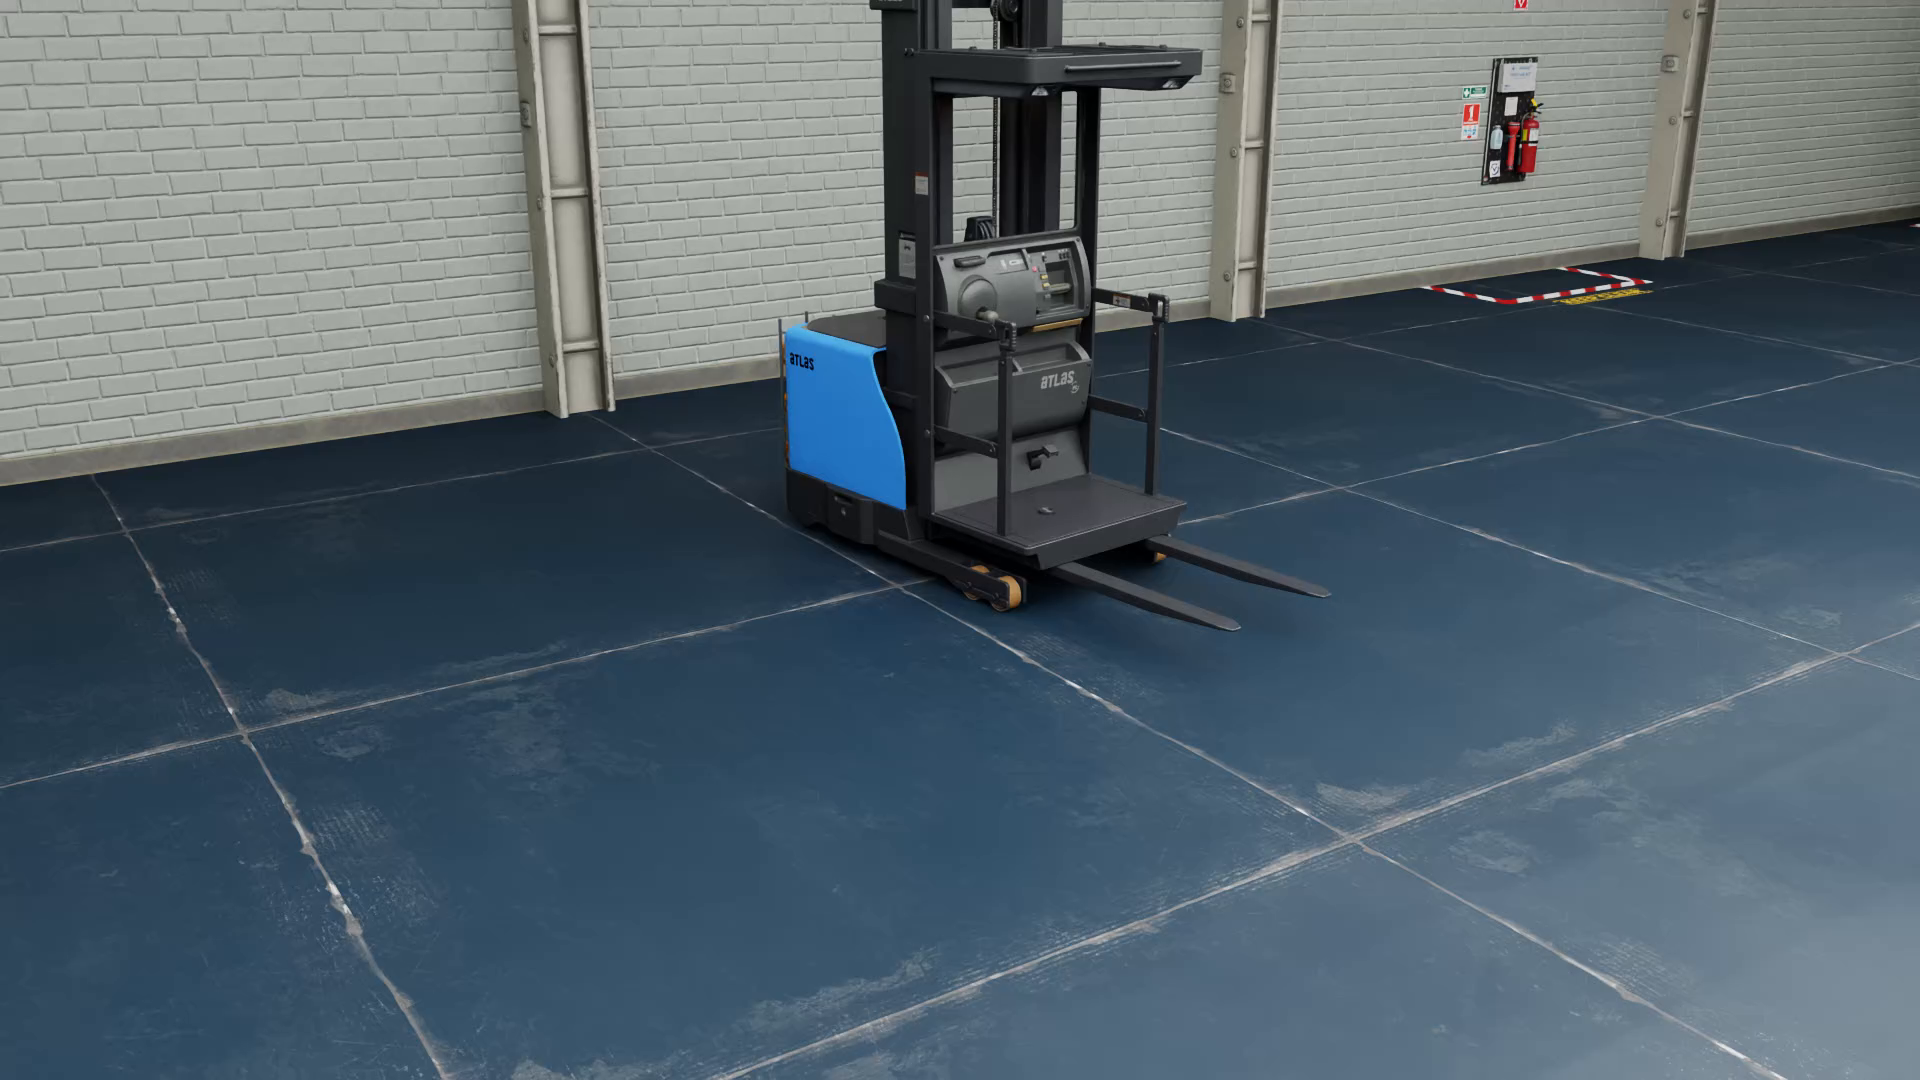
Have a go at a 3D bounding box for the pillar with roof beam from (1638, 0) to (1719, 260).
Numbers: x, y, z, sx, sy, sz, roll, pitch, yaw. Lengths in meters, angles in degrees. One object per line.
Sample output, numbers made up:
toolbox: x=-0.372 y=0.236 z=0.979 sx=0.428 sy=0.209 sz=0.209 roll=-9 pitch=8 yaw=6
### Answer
pillar with roof beam: x=9.789 y=-6.118 z=12.789 sx=0.400 sy=9.000 sz=9.100 roll=-12 pitch=22 yaw=-31

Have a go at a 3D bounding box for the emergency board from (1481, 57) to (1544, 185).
emergency board: x=5.337 y=-4.002 z=15.899 sx=0.643 sy=1.169 sz=0.194 roll=-12 pitch=22 yaw=-31

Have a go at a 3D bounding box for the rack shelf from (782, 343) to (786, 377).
rack shelf: x=-0.836 y=-0.979 z=9.149 sx=0.215 sy=0.259 sz=0.240 roll=11 pitch=22 yaw=29

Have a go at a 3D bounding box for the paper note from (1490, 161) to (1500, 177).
paper note: x=5.151 y=-3.572 z=16.002 sx=0.142 sy=0.148 sz=0.016 roll=-12 pitch=22 yaw=-31

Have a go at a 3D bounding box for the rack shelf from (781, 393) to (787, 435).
rack shelf: x=-0.836 y=-0.710 z=9.240 sx=0.215 sy=0.259 sz=0.240 roll=11 pitch=22 yaw=29

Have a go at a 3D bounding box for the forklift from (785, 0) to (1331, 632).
forklift: x=0.405 y=-1.237 z=7.828 sx=1.130 sy=2.935 sz=3.031 roll=-15 pitch=24 yaw=-38

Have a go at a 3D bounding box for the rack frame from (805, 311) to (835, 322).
rack frame: x=-0.772 y=-0.754 z=9.336 sx=0.200 sy=1.050 sz=0.008 roll=11 pitch=22 yaw=29

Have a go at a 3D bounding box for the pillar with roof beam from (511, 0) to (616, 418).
pillar with roof beam: x=-0.233 y=-4.004 z=6.537 sx=0.400 sy=9.000 sz=9.100 roll=-12 pitch=22 yaw=-31

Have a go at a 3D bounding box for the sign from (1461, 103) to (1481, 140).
sign: x=4.818 y=-3.949 z=15.687 sx=0.234 sy=0.329 sz=0.001 roll=-12 pitch=22 yaw=-31

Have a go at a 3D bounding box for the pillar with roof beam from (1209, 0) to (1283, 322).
pillar with roof beam: x=4.778 y=-5.061 z=9.663 sx=0.400 sy=9.000 sz=9.100 roll=-12 pitch=22 yaw=-31

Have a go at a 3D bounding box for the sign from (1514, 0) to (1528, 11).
sign: x=5.275 y=-5.125 z=15.602 sx=0.199 sy=0.298 sz=0.001 roll=-12 pitch=22 yaw=-31

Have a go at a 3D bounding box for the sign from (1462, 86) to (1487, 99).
sign: x=4.827 y=-4.199 z=15.597 sx=0.331 sy=0.109 sz=0.001 roll=-12 pitch=22 yaw=-31

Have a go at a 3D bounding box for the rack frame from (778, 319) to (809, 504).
rack frame: x=-0.899 y=-0.687 z=9.138 sx=0.200 sy=1.050 sz=0.008 roll=11 pitch=22 yaw=29

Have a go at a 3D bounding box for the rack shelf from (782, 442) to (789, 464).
rack shelf: x=-0.836 y=-0.447 z=9.329 sx=0.215 sy=0.259 sz=0.240 roll=11 pitch=22 yaw=29

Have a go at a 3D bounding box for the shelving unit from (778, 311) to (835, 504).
shelving unit: x=-0.836 y=-0.720 z=9.237 sx=0.215 sy=1.050 sz=0.252 roll=11 pitch=22 yaw=29
